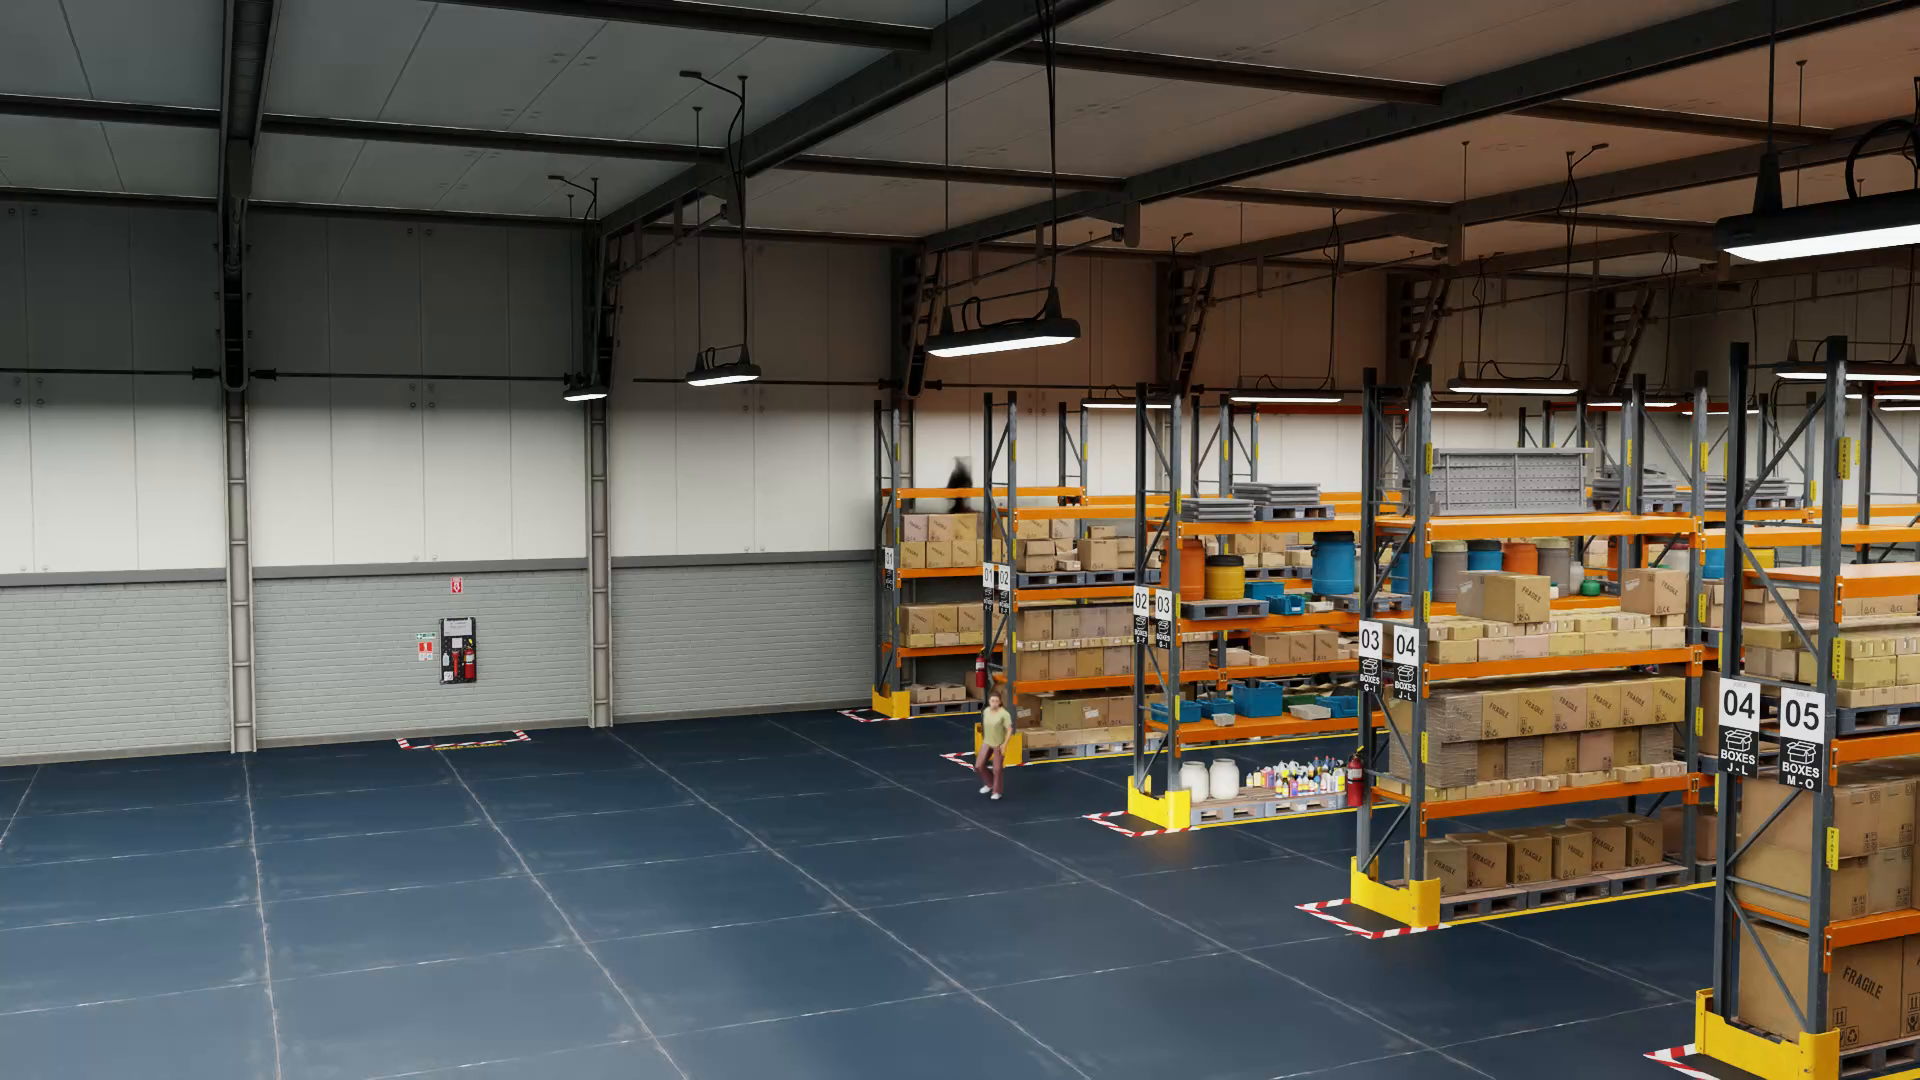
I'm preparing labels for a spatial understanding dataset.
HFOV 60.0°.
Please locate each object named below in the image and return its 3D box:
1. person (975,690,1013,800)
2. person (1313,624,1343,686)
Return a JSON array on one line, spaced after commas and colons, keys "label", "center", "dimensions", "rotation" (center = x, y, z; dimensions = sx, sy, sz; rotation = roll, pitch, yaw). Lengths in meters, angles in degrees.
[{"label": "person", "center": [0.518, 2.955, 23.945], "dimensions": [0.566, 1.626, 0.603], "rotation": [1, 4, 23]}, {"label": "person", "center": [7.154, 2.380, 32.726], "dimensions": [0.847, 1.780, 0.677], "rotation": [-2, 4, -25]}]
